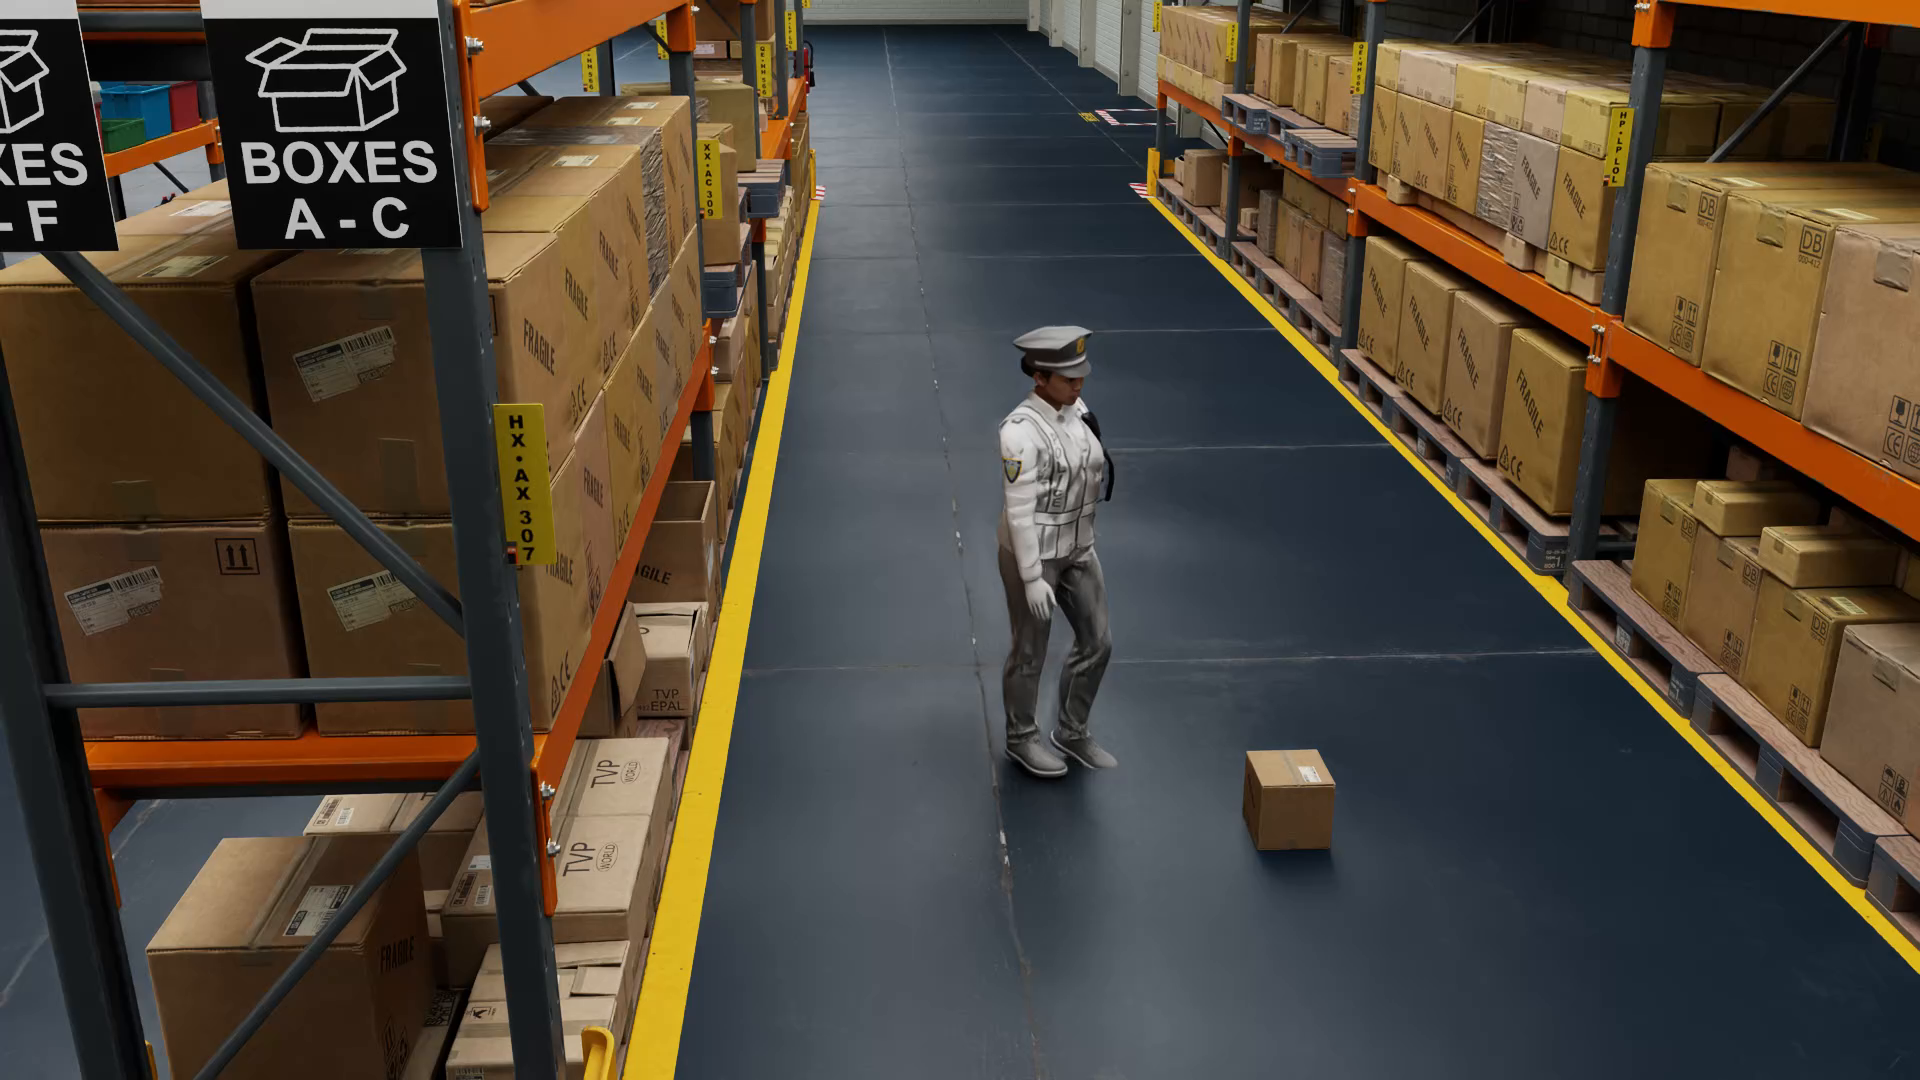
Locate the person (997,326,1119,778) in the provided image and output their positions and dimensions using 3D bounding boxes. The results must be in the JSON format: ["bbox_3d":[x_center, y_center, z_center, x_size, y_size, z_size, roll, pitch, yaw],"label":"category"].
[{"bbox_3d":[0.319,0.086,5.868,0.362,1.716,0.489,17,26,38],"label":"person"}]
